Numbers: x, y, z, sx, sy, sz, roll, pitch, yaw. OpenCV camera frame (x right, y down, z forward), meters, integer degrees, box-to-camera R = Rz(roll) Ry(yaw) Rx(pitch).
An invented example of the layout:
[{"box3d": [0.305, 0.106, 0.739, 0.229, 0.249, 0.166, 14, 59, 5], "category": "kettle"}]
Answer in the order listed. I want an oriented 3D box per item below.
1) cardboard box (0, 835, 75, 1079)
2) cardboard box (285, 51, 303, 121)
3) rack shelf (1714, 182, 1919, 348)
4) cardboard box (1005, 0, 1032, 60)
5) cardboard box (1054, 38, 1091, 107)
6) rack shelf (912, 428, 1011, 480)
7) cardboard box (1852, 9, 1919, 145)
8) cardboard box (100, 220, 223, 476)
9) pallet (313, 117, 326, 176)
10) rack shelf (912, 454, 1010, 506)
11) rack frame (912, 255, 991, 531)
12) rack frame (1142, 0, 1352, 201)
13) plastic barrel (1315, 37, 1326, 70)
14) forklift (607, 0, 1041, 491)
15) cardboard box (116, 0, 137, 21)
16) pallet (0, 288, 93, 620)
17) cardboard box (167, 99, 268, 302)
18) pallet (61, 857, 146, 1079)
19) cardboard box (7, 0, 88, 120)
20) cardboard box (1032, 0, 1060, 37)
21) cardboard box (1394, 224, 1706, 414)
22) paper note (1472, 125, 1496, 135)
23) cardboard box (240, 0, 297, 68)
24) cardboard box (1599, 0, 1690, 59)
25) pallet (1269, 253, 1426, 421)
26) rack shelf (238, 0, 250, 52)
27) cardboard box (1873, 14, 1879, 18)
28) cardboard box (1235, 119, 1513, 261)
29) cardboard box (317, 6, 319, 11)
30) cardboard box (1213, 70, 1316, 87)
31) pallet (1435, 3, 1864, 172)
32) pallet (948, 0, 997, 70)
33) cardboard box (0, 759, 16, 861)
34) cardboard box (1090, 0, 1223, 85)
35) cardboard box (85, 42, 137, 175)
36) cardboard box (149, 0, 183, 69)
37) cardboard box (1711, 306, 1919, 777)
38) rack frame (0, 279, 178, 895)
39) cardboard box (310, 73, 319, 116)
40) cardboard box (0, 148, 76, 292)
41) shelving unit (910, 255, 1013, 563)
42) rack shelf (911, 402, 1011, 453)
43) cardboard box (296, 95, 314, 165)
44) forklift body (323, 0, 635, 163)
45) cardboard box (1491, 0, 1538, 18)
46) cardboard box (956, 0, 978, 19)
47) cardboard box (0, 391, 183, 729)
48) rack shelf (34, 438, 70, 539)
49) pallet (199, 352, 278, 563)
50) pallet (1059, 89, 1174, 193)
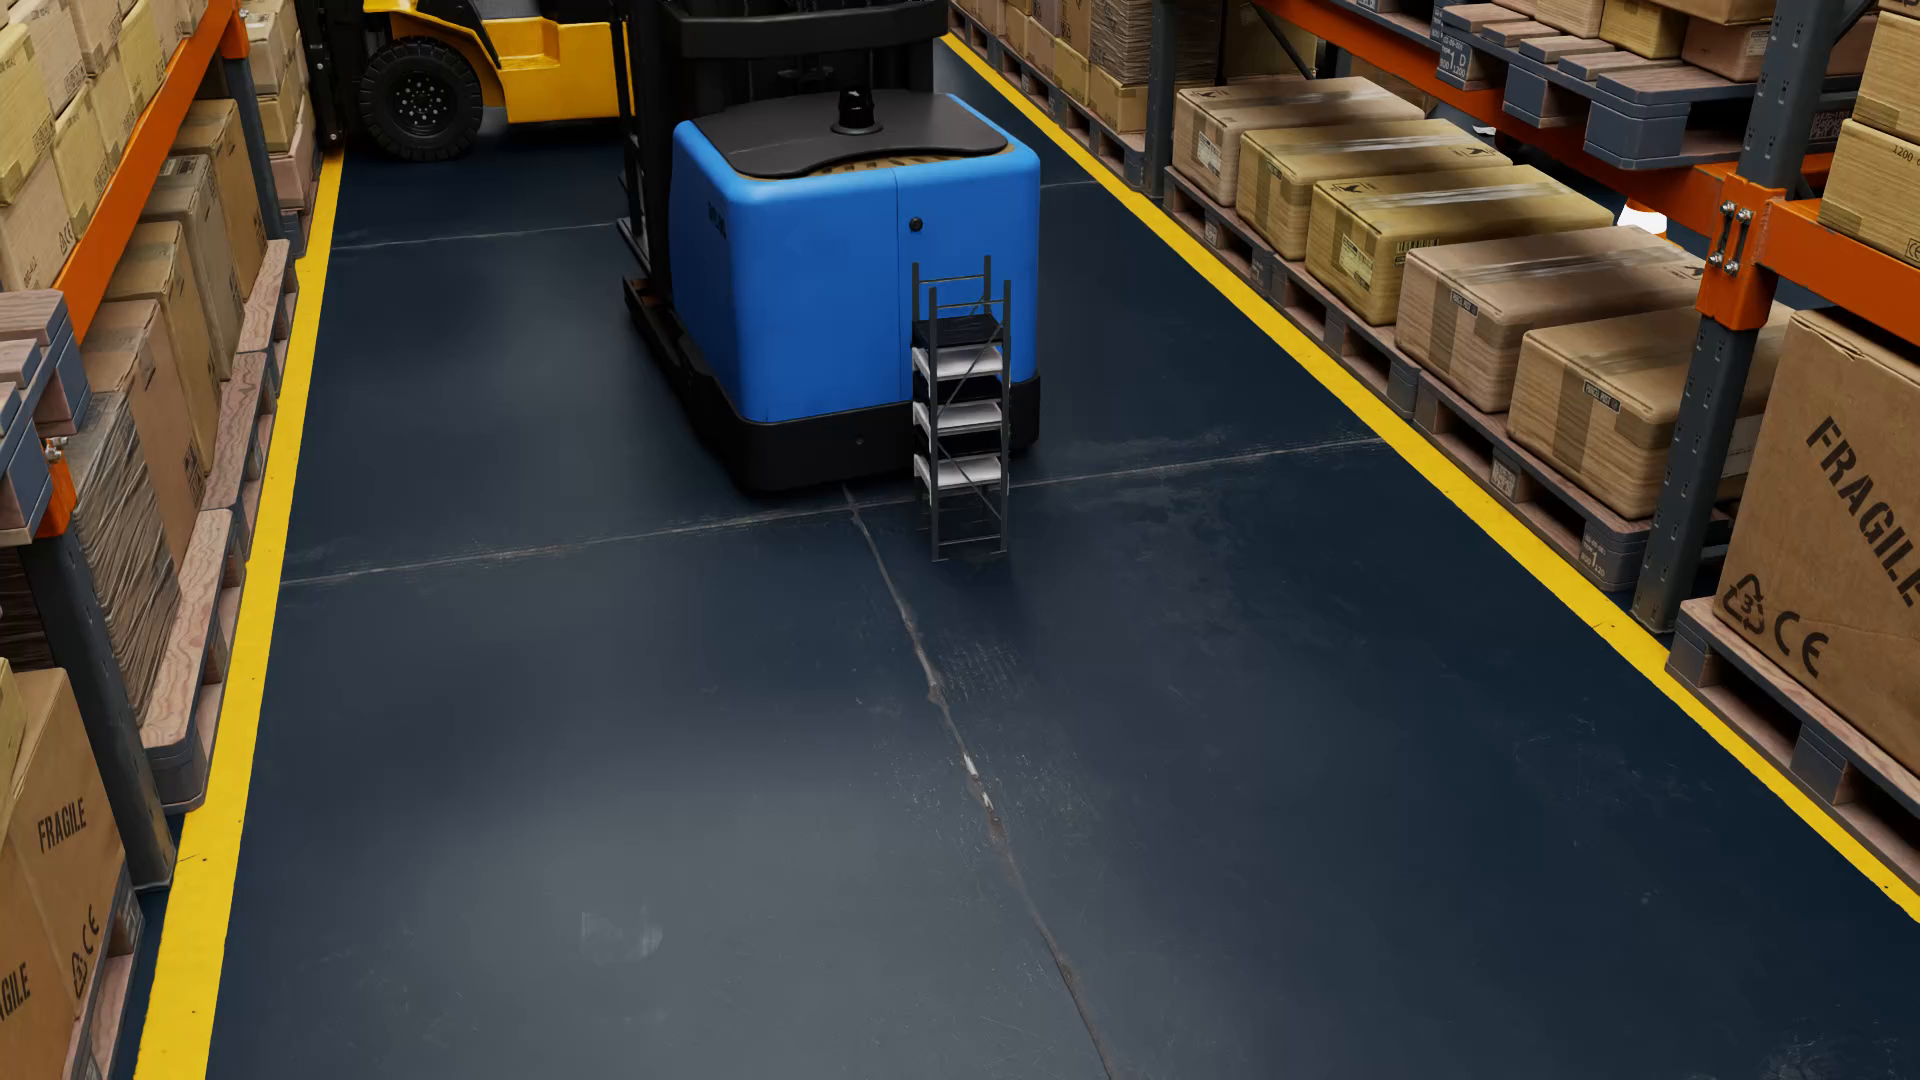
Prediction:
[{"box3d": [-1.885, 0.866, 2.836, 0.500, 0.500, 0.500, -8, 31, -14], "category": "cardboard box"}, {"box3d": [-3.356, -2.111, 7.729, 0.500, 0.250, 0.500, -8, 31, -14], "category": "cardboard box"}, {"box3d": [2.988, 0.162, 2.693, 1.077, 0.370, 4.000, -8, 31, -13], "category": "rack shelf"}, {"box3d": [0.566, -3.035, 9.824, 0.500, 0.250, 0.500, -6, 31, -10], "category": "cardboard box"}, {"box3d": [0.828, -2.544, 8.977, 0.500, 0.250, 0.500, -9, 31, -15], "category": "cardboard box"}, {"box3d": [0.002, -0.279, 5.080, 0.258, 0.077, 0.200, -8, 31, -13], "category": "rack shelf"}, {"box3d": [2.353, -0.989, 3.615, 0.500, 0.250, 0.500, -8, 31, -14], "category": "cardboard box"}, {"box3d": [-2.840, -0.550, 5.157, 0.875, 0.625, 0.625, -9, 31, -15], "category": "cardboard box"}, {"box3d": [-3.887, -2.158, 8.768, 1.003, 0.211, 1.213, -8, 31, -13], "category": "pallet"}, {"box3d": [0.002, -0.201, 5.125, 0.258, 0.077, 0.200, -8, 31, -13], "category": "rack shelf"}, {"box3d": [-0.025, -0.435, 5.103, 0.240, 0.900, 0.006, -8, 31, -13], "category": "rack frame"}, {"box3d": [1.395, -3.047, 7.520, 1.000, 3.000, 0.127, -8, 31, -13], "category": "rack frame"}, {"box3d": [2.342, -3.068, 10.127, 0.512, 0.421, 0.421, 13, 32, 21], "category": "plastic barrel"}, {"box3d": [-0.733, -2.150, 6.038, 1.130, 2.935, 3.031, -11, 32, -18], "category": "forklift"}, {"box3d": [-2.623, -1.592, 4.657, 0.500, 0.250, 0.500, -7, 31, -13], "category": "cardboard box"}, {"box3d": [-2.080, -0.052, 2.537, 1.213, 0.211, 1.003, -8, 31, -13], "category": "pallet"}, {"box3d": [-3.240, -1.289, 6.433, 0.875, 0.625, 0.625, -6, 31, -11], "category": "cardboard box"}, {"box3d": [-2.166, 1.119, 3.106, 1.003, 0.211, 1.213, -8, 31, -13], "category": "pallet"}, {"box3d": [-2.342, -1.093, 3.795, 0.500, 0.250, 0.500, -7, 31, -12], "category": "cardboard box"}, {"box3d": [0.706, -3.105, 9.197, 0.500, 0.500, 0.500, -6, 31, -11], "category": "cardboard box"}, {"box3d": [2.113, -0.789, 5.823, 0.950, 0.372, 0.625, -8, 31, -14], "category": "cardboard box"}, {"box3d": [2.900, -2.245, 9.098, 0.148, 0.019, 0.142, -8, 31, -13], "category": "paper note"}, {"box3d": [-3.341, -2.333, 7.614, 0.500, 0.250, 0.500, -8, 31, -13], "category": "cardboard box"}, {"box3d": [2.002, -1.435, 4.566, 0.380, 0.149, 0.250, -7, 31, -13], "category": "cardboard box"}, {"box3d": [1.931, -0.874, 6.549, 1.003, 0.211, 1.213, -8, 31, -13], "category": "pallet"}, {"box3d": [-3.920, -3.040, 8.225, 1.077, 0.370, 4.000, -8, 31, -13], "category": "rack shelf"}, {"box3d": [2.550, -1.370, 4.454, 0.380, 0.149, 0.250, -10, 31, -16], "category": "cardboard box"}, {"box3d": [1.731, -1.492, 7.037, 0.950, 0.372, 0.625, -6, 31, -10], "category": "cardboard box"}, {"box3d": [-3.740, -2.841, 8.991, 0.500, 0.250, 0.500, -9, 31, -14], "category": "cardboard box"}, {"box3d": [1.499, -2.359, 8.658, 0.500, 0.250, 0.500, -9, 31, -16], "category": "cardboard box"}, {"box3d": [2.165, -1.362, 4.800, 1.213, 0.211, 1.003, -8, 31, -13], "category": "pallet"}, {"box3d": [0.535, -3.338, 10.807, 1.003, 0.211, 1.213, -8, 31, -13], "category": "pallet"}, {"box3d": [-1.850, 0.499, 2.823, 0.380, 0.149, 0.250, -9, 31, -16], "category": "cardboard box"}, {"box3d": [0.980, -2.613, 8.348, 0.500, 0.500, 0.500, -8, 31, -14], "category": "cardboard box"}, {"box3d": [-2.482, -1.127, 4.352, 0.500, 0.250, 0.500, -9, 31, -15], "category": "cardboard box"}, {"box3d": [-2.762, -1.626, 5.214, 0.500, 0.250, 0.500, -8, 31, -13], "category": "cardboard box"}, {"box3d": [2.560, -0.033, 4.014, 0.875, 0.875, 0.875, -8, 31, -14], "category": "cardboard box"}, {"box3d": [-2.328, -0.453, 3.039, 1.000, 3.000, 0.127, -8, 31, -13], "category": "rack frame"}, {"box3d": [-3.615, -2.392, 8.713, 0.500, 0.250, 0.500, -7, 31, -12], "category": "cardboard box"}, {"box3d": [-2.210, -0.635, 3.503, 0.500, 0.250, 0.500, -8, 31, -13], "category": "cardboard box"}, {"box3d": [0.002, -0.386, 5.018, 0.258, 0.900, 0.210, -8, 31, -13], "category": "shelving unit"}, {"box3d": [0.002, -0.357, 5.034, 0.258, 0.077, 0.200, -8, 31, -13], "category": "rack shelf"}, {"box3d": [-3.348, -1.898, 7.860, 0.500, 0.250, 0.500, -9, 31, -14], "category": "cardboard box"}, {"box3d": [-2.189, -3.276, 8.764, 2.313, 2.155, 1.214, -8, 31, -13], "category": "forklift body"}, {"box3d": [1.833, -1.673, 4.978, 0.380, 0.149, 0.250, -9, 31, -16], "category": "cardboard box"}, {"box3d": [0.281, -3.544, 10.704, 0.500, 0.250, 0.500, -8, 31, -14], "category": "cardboard box"}, {"box3d": [-2.480, 0.090, 4.052, 0.875, 0.625, 0.625, -7, 31, -12], "category": "cardboard box"}, {"box3d": [-1.797, 0.824, 1.550, 1.077, 0.370, 4.000, -8, 31, -13], "category": "rack shelf"}, {"box3d": [-2.829, -0.237, 5.449, 1.003, 0.211, 1.213, -8, 31, -13], "category": "pallet"}, {"box3d": [1.183, -2.160, 8.771, 1.003, 0.211, 1.213, -8, 31, -13], "category": "pallet"}]
